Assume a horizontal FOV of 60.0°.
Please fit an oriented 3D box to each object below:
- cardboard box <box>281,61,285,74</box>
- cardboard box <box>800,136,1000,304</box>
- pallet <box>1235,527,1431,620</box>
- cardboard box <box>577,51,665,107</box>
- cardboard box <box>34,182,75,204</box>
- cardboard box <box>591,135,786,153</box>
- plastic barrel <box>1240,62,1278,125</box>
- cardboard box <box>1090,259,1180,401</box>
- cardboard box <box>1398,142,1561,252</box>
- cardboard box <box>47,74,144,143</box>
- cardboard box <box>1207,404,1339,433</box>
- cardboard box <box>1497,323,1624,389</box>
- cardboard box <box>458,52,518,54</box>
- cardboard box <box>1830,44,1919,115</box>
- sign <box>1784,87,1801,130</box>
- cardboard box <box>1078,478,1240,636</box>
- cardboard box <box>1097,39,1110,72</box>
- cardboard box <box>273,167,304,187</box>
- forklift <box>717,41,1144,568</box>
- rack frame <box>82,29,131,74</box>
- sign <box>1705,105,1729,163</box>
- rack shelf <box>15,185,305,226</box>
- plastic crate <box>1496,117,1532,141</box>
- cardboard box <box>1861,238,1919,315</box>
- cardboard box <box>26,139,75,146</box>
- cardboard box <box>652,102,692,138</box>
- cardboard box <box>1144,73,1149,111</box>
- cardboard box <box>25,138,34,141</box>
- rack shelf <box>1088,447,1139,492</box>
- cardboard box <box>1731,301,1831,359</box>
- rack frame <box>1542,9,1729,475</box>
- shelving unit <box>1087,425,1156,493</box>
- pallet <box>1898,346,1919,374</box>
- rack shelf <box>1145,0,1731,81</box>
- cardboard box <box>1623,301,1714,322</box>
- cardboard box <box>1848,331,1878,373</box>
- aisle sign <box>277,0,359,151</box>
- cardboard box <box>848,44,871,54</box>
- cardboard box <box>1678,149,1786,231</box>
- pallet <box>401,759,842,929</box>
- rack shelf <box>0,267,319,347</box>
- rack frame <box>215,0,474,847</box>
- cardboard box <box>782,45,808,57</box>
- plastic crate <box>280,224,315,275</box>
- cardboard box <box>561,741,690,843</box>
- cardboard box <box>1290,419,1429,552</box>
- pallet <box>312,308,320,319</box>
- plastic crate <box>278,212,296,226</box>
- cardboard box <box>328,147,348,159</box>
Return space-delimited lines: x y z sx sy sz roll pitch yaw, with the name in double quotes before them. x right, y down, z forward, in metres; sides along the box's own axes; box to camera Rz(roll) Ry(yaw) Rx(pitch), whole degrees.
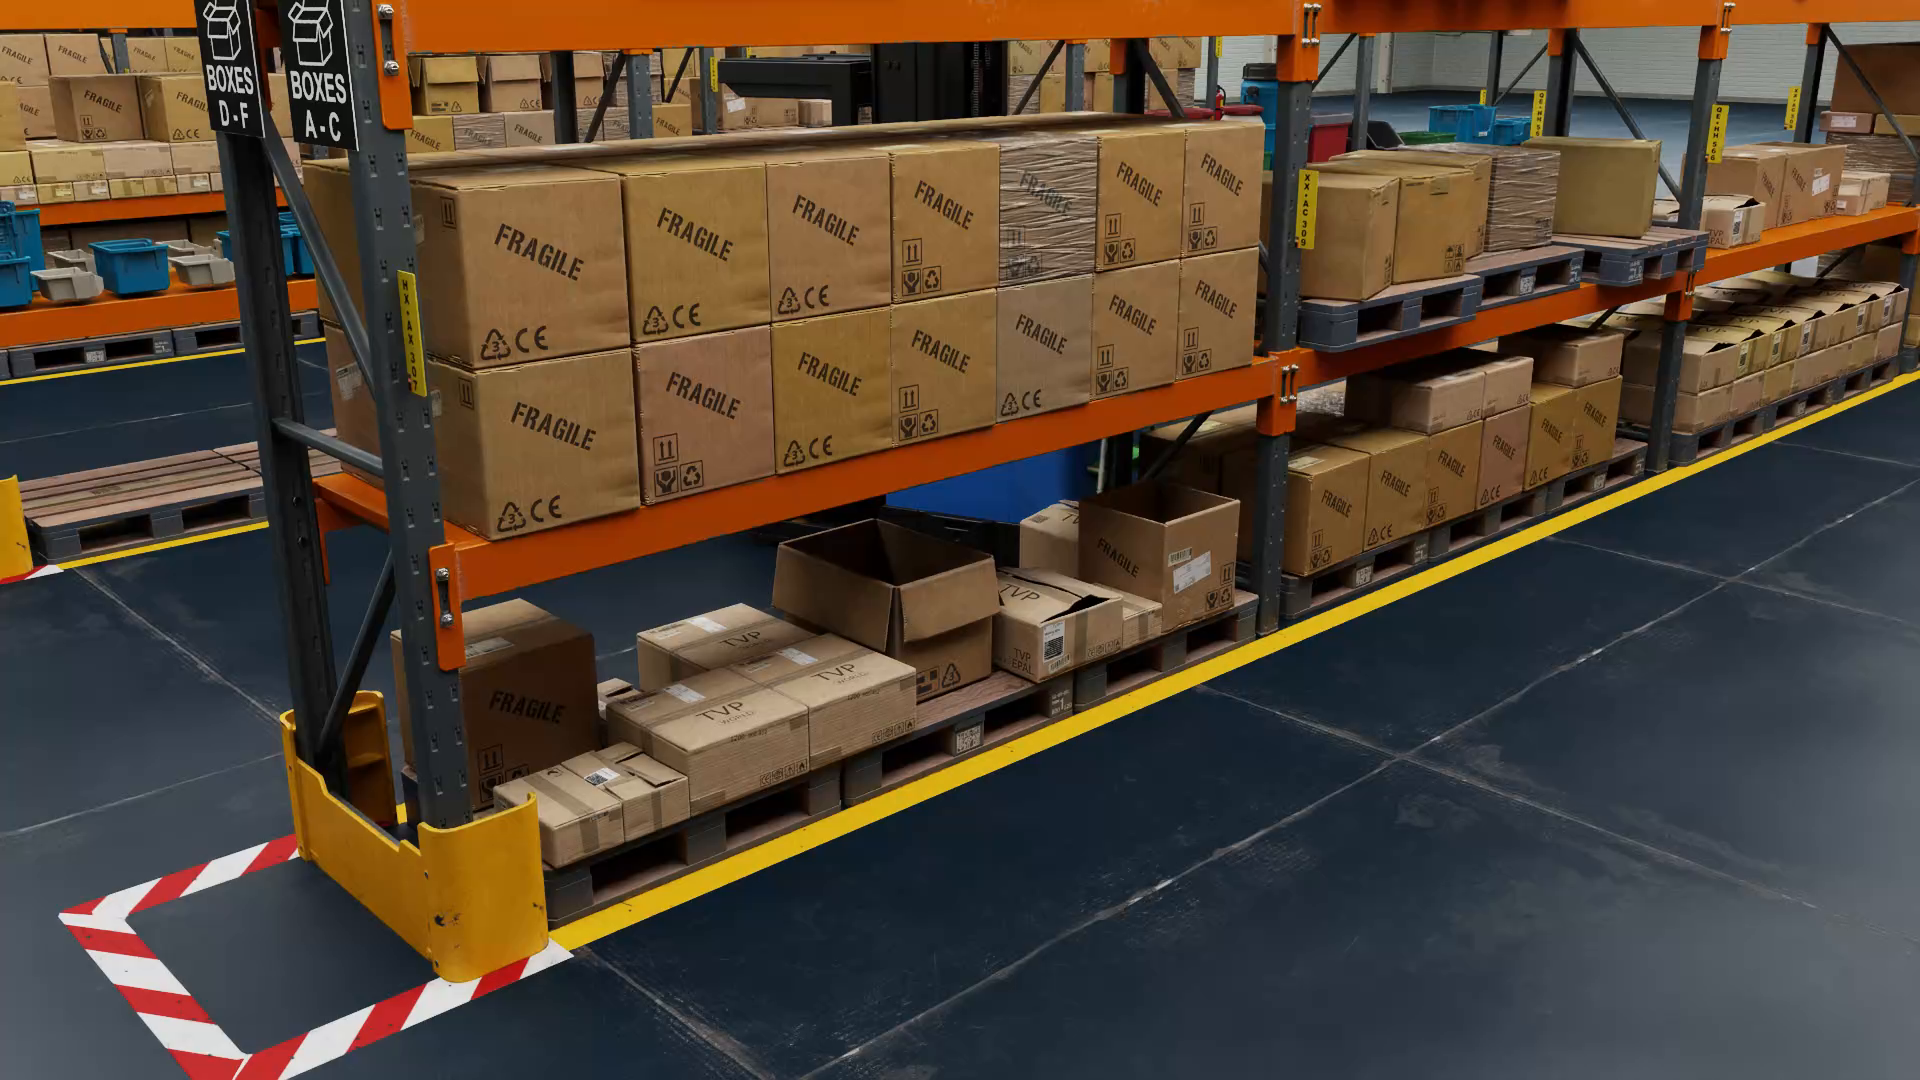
"cardboard box" -11.436 -8.036 28.340 0.500 0.250 0.500 -16 24 -40
"cardboard box" -0.211 -1.139 5.851 0.500 0.500 0.500 -17 24 -41
"pallet" 1.647 0.043 8.511 1.213 0.211 1.003 -16 24 -41
"cardboard box" -3.358 -4.545 16.351 0.637 0.503 0.797 -15 23 -39
"cardboard box" -7.027 -2.684 12.808 0.250 0.149 0.380 -17 25 -42
"cardboard box" -0.950 -1.153 5.893 0.500 0.500 0.500 -15 24 -39
"plastic barrel" 3.005 -4.134 16.058 0.708 0.901 0.600 -16 24 -41
"cardboard box" 0.521 -0.878 6.666 0.500 0.500 0.500 -15 23 -39
"cardboard box" 2.812 -1.888 9.102 0.500 0.500 0.700 -11 21 -31
"cardboard box" -6.983 -3.493 13.439 0.500 0.500 0.500 17 25 42
"cardboard box" 1.608 -0.395 8.679 0.500 0.500 0.500 -16 24 -41
"cardboard box" 3.432 -1.064 9.527 0.500 0.250 0.500 -15 23 -39
"cardboard box" -5.817 -5.921 20.599 0.500 0.500 0.700 -16 24 -41
"cardboard box" 7.213 -3.558 12.831 0.500 0.500 0.700 -16 24 -41
"sign" 6.512 -3.372 12.989 0.005 0.325 0.100 -16 24 -41
"cardboard box" 0.862 0.061 7.273 0.500 0.500 0.500 -16 24 -41
"cardboard box" 1.674 -6.043 20.493 0.500 0.500 0.500 -16 24 -41
"cardboard box" -5.718 -3.066 13.986 0.250 0.149 0.380 -16 24 -41
"forklift" -0.567 -1.478 8.791 3.031 2.935 1.130 8 20 24
"rack frame" -9.056 -4.457 17.867 0.127 3.000 1.000 -16 24 -41
"sign" 4.368 -2.344 9.603 0.005 0.325 0.100 -16 24 -41
"rack shelf" -7.175 -2.558 13.177 4.000 0.370 1.077 -16 24 -41
"plastic crate" 6.242 -4.513 18.281 0.616 0.251 0.499 -16 24 -41
"cardboard box" 7.447 -2.075 13.082 0.500 0.500 0.500 -16 24 -41
"cardboard box" -7.344 -3.035 13.244 0.500 0.250 0.500 -16 24 -41
"cardboard box" -3.004 -4.059 16.478 0.500 0.500 0.500 -15 23 -39
"cardboard box" 1.905 -5.716 21.107 0.500 0.500 0.875 -16 24 -41
"cardboard box" -9.685 -4.063 17.060 0.380 0.149 0.250 17 25 42
"rack shelf" 0.735 -0.360 8.327 0.258 0.148 0.480 17 24 32
"cardboard box" 5.692 -1.484 11.567 0.500 0.311 0.500 -17 24 -41
"rack frame" 3.988 -1.951 10.138 0.127 3.000 1.000 -16 24 -41
"shelving unit" 0.739 -0.420 8.305 0.258 1.200 0.503 17 24 32
"pallet" 7.501 -1.631 13.673 1.213 0.211 1.003 -16 24 -41
"rack shelf" 2.535 -2.612 8.479 4.000 0.370 1.077 -16 24 -41
"cardboard box" 4.941 -1.493 11.595 0.500 0.311 0.500 -16 24 -41
"cardboard box" 6.424 -1.430 12.311 0.500 0.250 0.500 -17 24 -42
"aisle sign" -1.673 -1.412 4.261 0.004 0.787 0.394 -16 24 -41
"cardboard box" -0.582 -5.367 19.022 1.000 1.000 1.000 -16 24 -40
"cardboard box" 5.196 -2.357 11.230 0.500 0.500 0.500 16 24 41
"pallet" -1.191 0.886 5.911 1.213 0.211 1.003 -16 24 -41
"rack shelf" -3.772 -1.448 9.754 4.000 0.370 1.077 -16 24 -41
"rack frame" -1.825 -0.256 4.909 0.127 3.000 1.000 -16 24 -41
"cardboard box" -2.632 -6.950 23.563 0.550 0.550 0.875 -16 24 -41
"plastic crate" -3.645 -1.636 9.343 0.300 0.233 0.416 -16 24 -41
"cardboard box" -1.103 0.818 5.478 0.250 0.166 0.380 -16 24 -41
"cardboard box" 1.980 -0.287 8.345 0.500 0.500 0.500 -16 24 -40
"pallet" -5.213 -2.178 15.360 1.213 0.211 1.003 -16 24 -41
"plastic crate" -3.909 -1.808 9.871 0.300 0.233 0.416 -16 24 -41
"cardboard box" -5.216 -3.413 14.486 0.500 0.500 0.500 -16 24 -41
